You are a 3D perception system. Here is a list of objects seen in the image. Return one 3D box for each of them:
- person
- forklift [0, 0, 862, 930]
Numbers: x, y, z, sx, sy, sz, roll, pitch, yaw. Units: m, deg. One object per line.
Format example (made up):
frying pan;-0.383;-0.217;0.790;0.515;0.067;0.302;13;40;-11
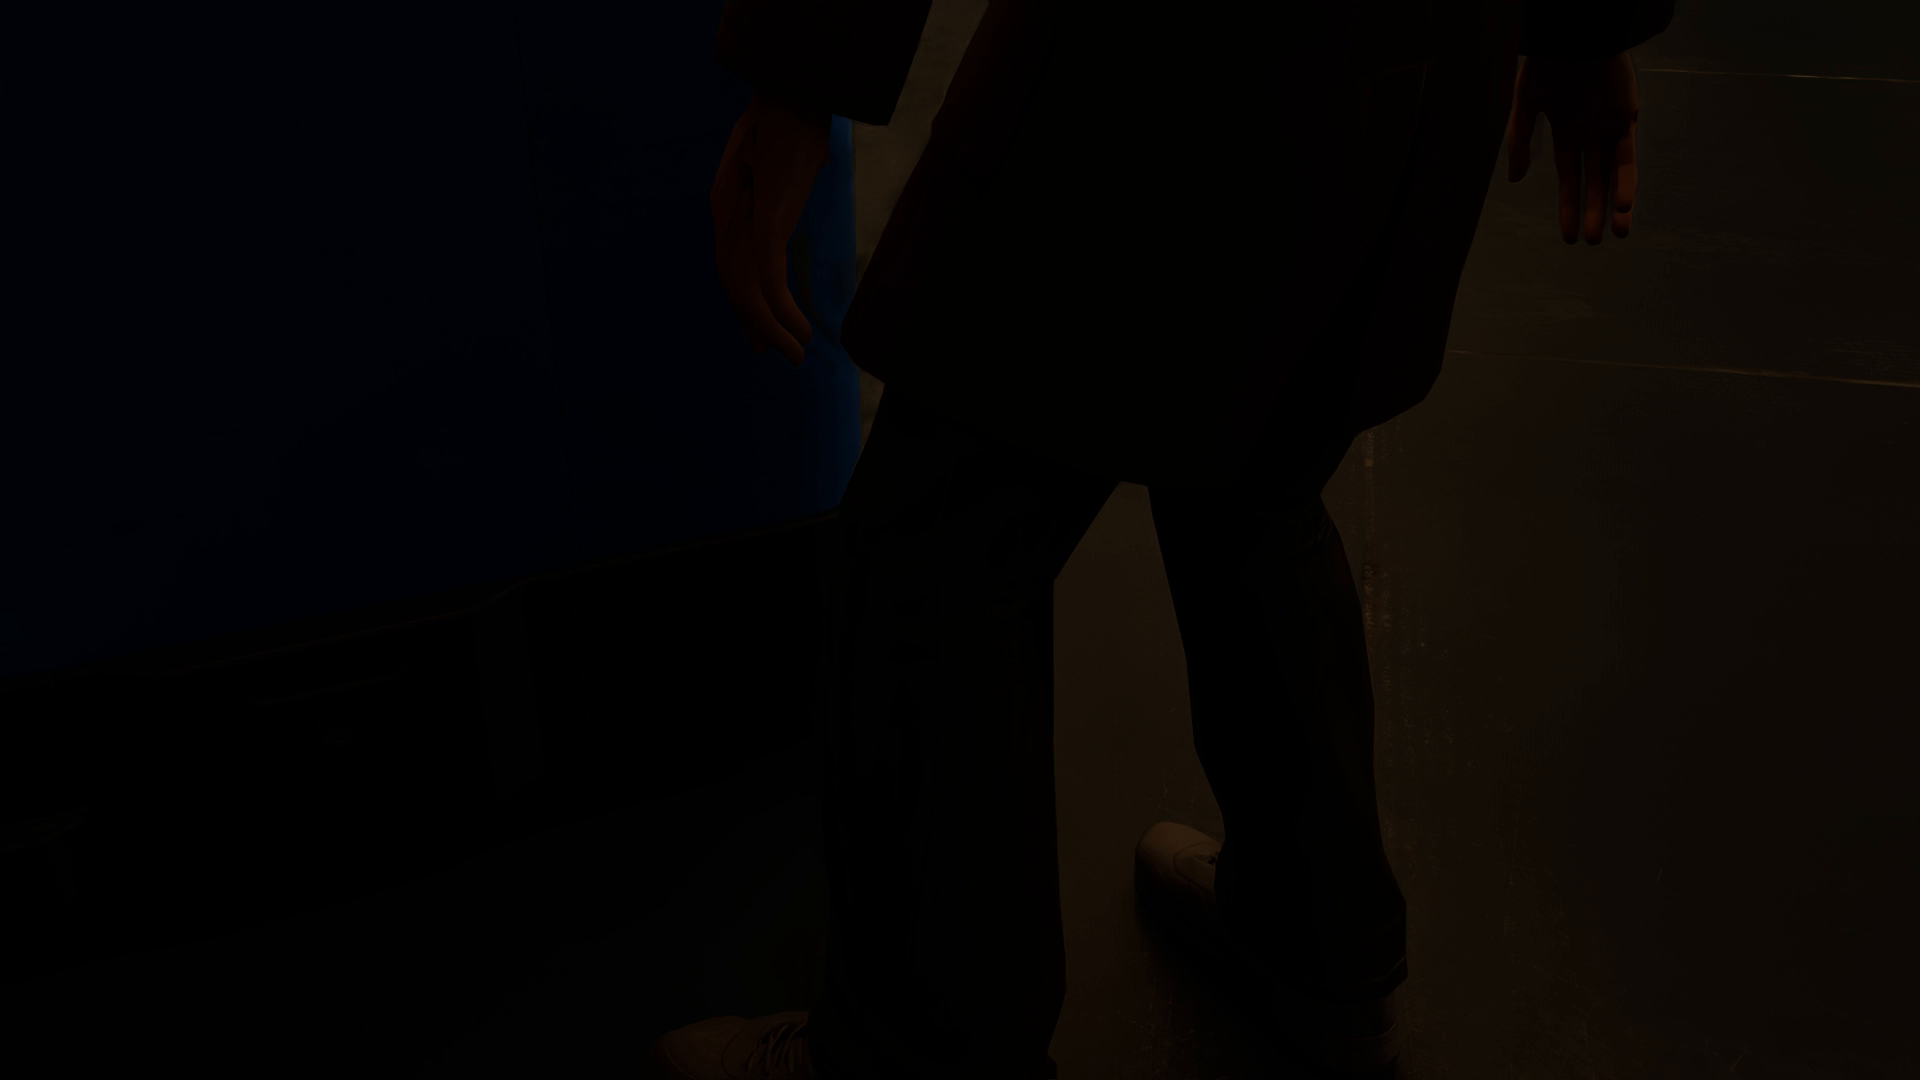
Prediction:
person;0.177;-0.328;1.215;0.878;1.751;0.422;-20;33;-35
forklift;-1.656;-0.989;1.206;3.031;2.935;1.130;-12;29;-23
